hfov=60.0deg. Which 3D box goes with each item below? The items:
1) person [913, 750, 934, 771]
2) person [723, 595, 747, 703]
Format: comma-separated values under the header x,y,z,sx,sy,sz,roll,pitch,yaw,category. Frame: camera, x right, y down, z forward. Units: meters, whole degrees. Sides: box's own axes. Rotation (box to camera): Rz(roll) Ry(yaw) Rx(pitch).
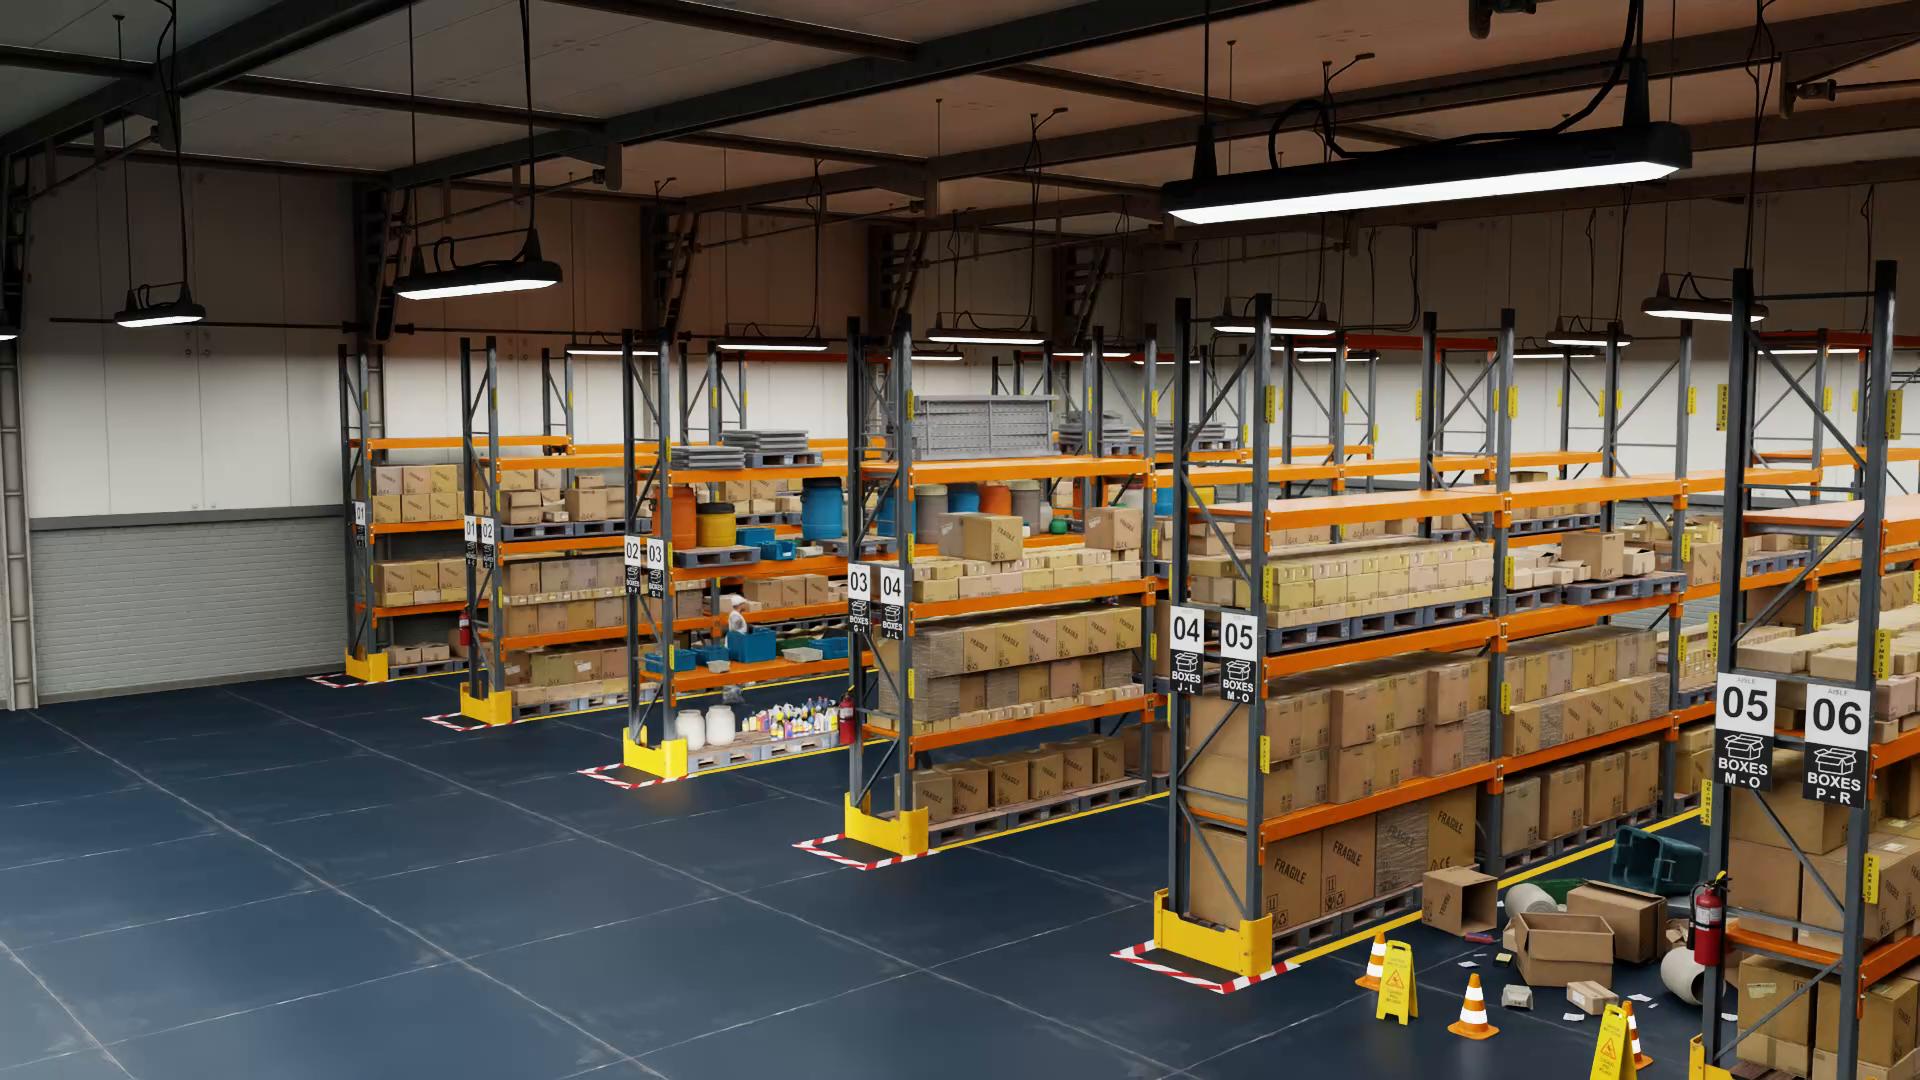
x,y,z,sx,sy,sz,roll,pitch,yaw,category
-0.600,2.392,21.824,0.854,1.617,0.476,-4,6,-37,person
-3.701,1.799,27.514,0.496,1.773,0.559,-3,6,-27,person
